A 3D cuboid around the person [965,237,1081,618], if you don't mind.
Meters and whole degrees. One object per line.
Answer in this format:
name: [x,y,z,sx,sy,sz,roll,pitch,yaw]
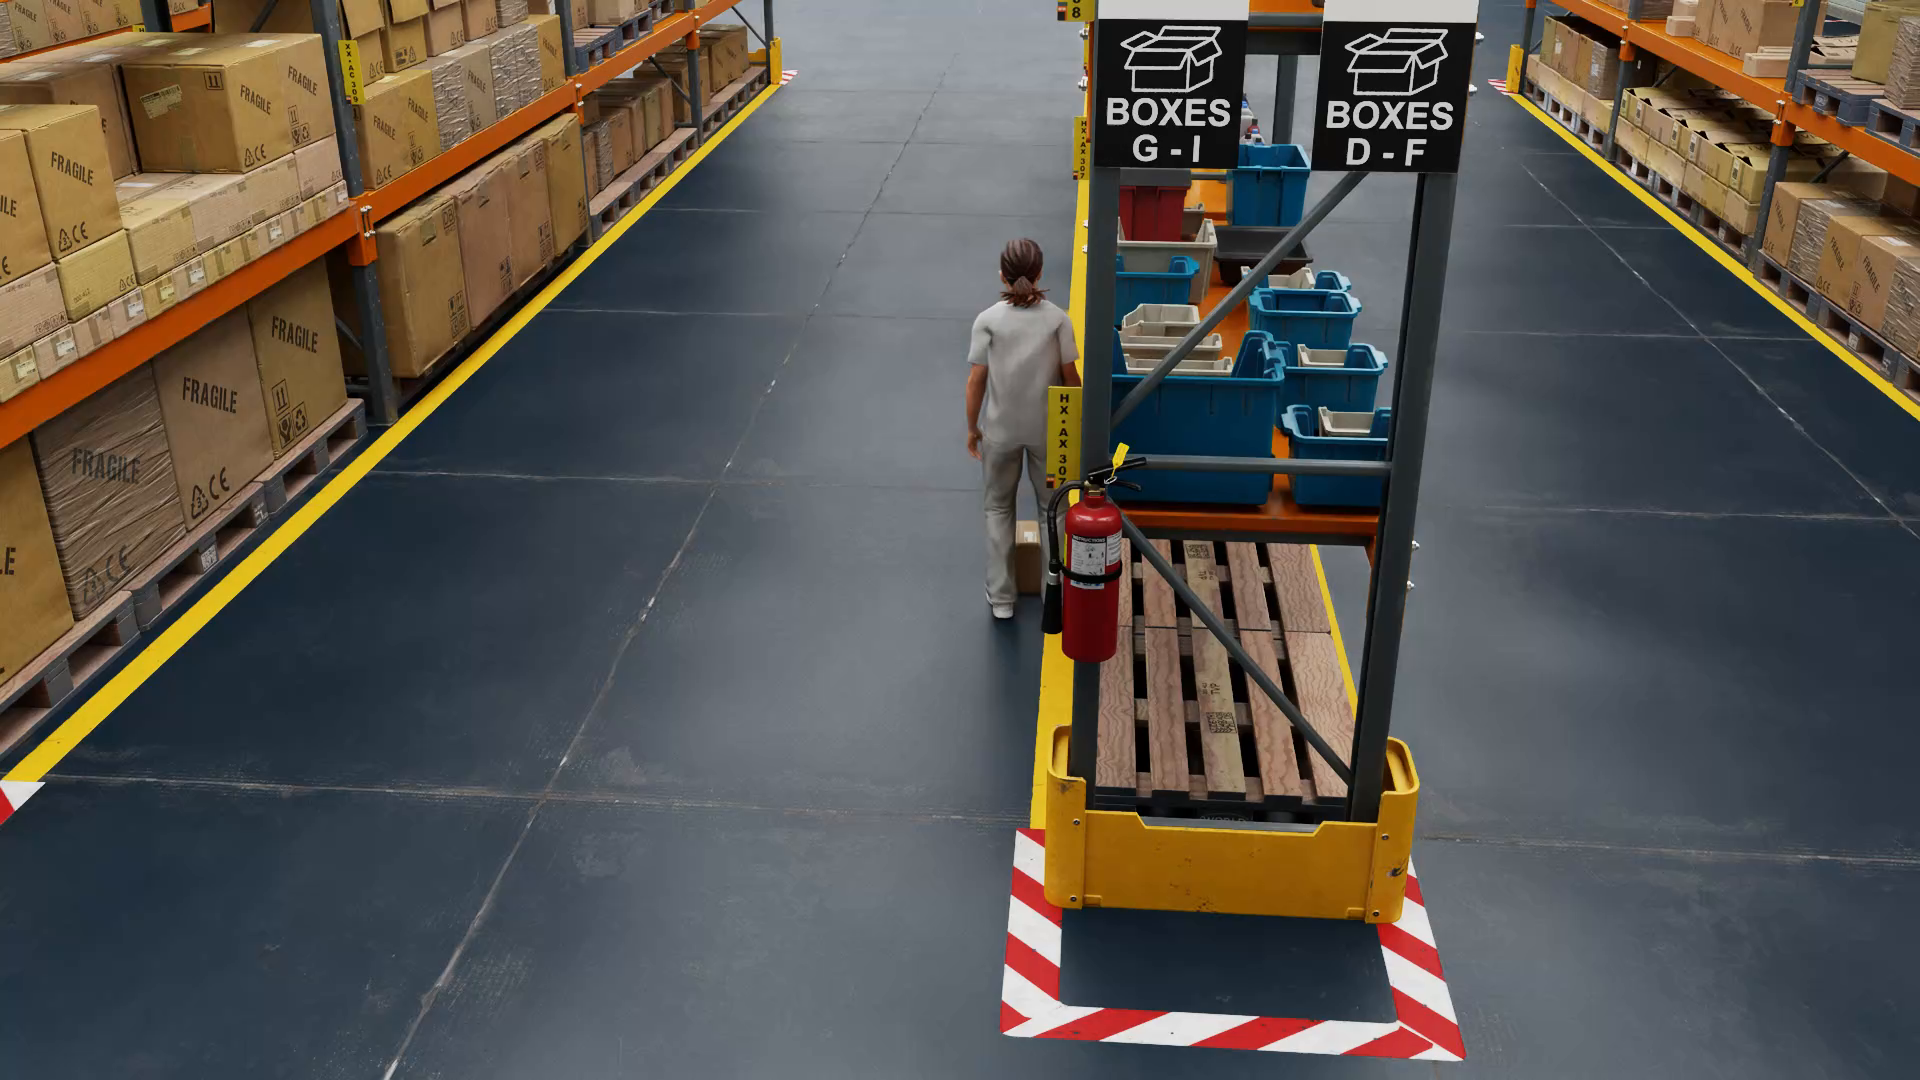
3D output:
person: [0.279,-0.455,7.102,0.513,1.671,0.364,0,25,1]
